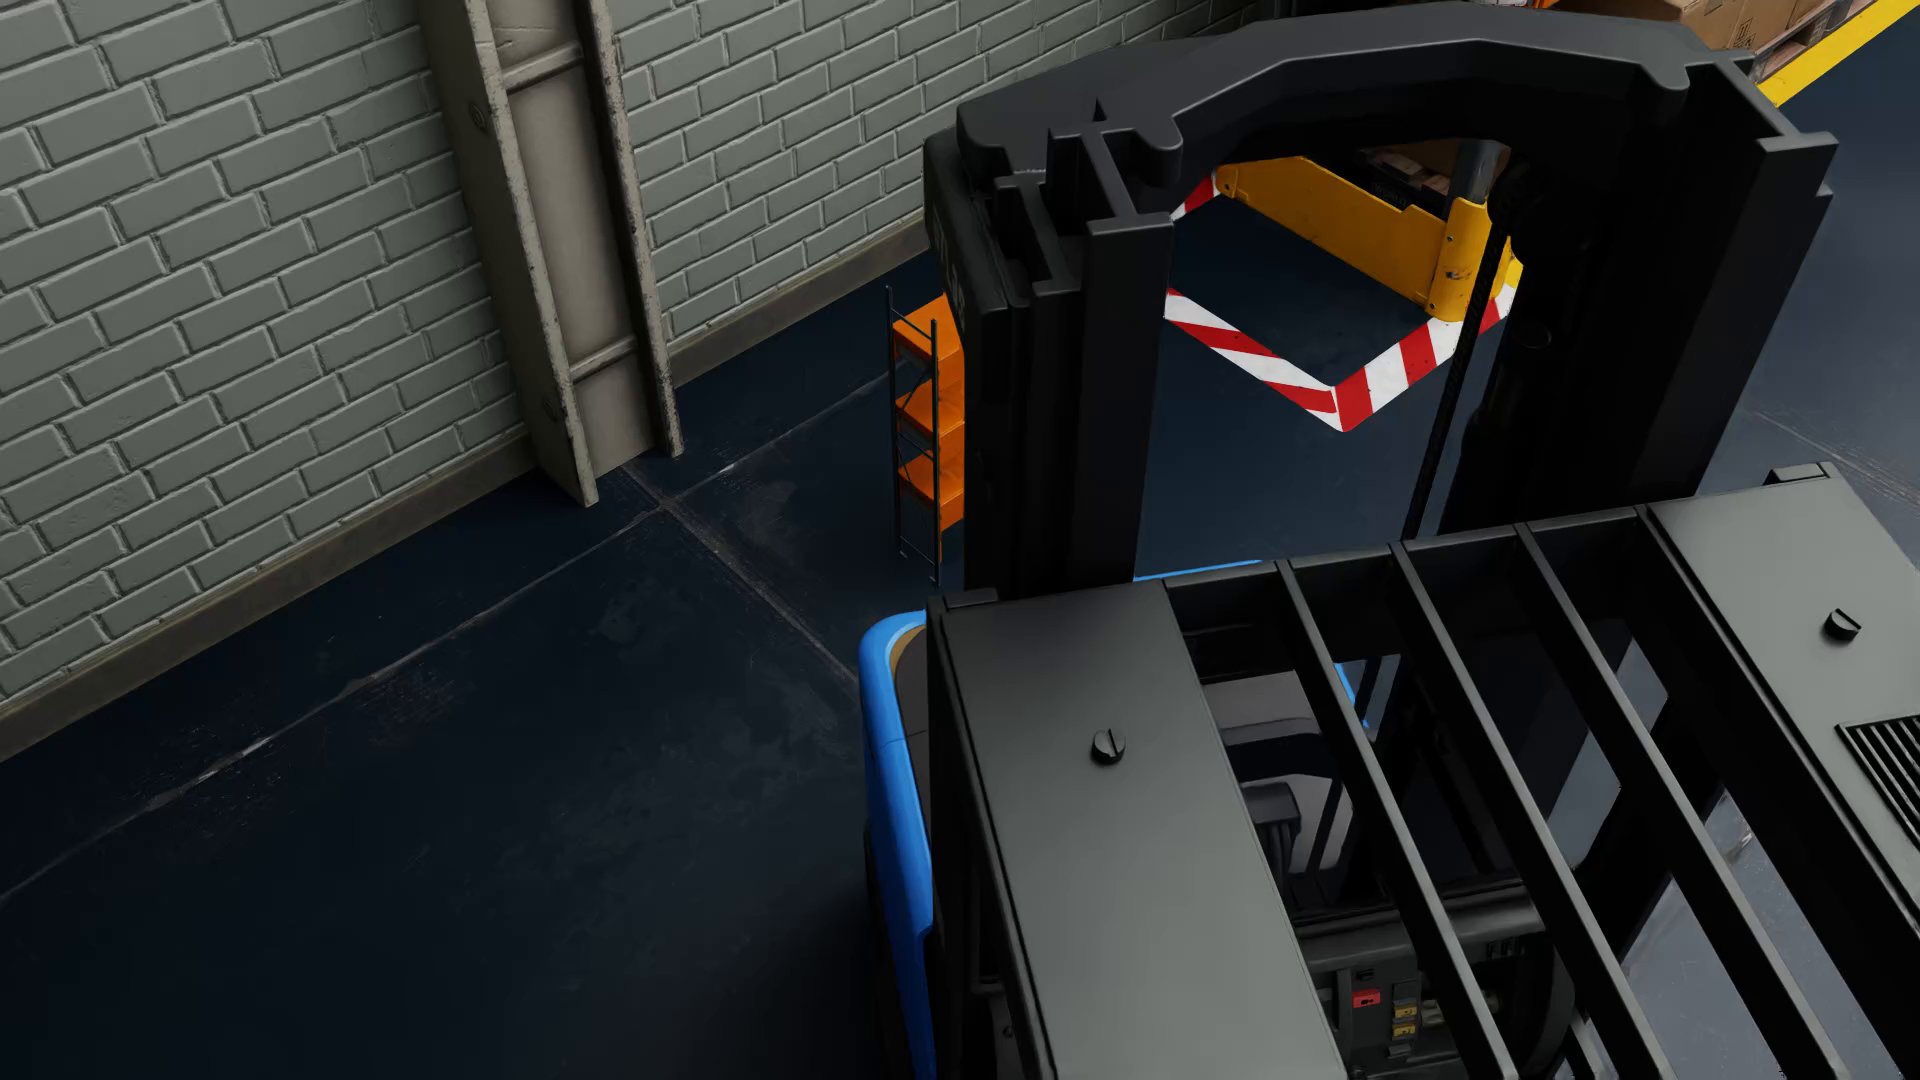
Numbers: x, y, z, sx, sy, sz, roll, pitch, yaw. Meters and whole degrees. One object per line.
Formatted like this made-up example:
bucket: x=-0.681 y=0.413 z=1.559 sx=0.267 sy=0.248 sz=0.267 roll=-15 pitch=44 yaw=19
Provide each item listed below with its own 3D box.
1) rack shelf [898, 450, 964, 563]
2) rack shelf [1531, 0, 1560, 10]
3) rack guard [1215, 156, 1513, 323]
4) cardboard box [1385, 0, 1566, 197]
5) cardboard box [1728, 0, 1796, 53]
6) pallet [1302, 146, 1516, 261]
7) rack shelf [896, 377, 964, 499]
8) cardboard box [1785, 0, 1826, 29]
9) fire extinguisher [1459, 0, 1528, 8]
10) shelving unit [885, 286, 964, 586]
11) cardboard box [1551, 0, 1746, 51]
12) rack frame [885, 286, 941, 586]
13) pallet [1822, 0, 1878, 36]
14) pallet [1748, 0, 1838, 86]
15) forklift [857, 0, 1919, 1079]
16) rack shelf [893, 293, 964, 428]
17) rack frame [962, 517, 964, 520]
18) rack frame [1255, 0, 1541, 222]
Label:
rack shelf: x=-0.040 y=-0.134 z=5.052 sx=0.240 sy=0.259 sz=0.215 roll=-34 pitch=56 yaw=-27
rack shelf: x=2.919 y=-2.888 z=6.363 sx=4.000 sy=0.370 sz=1.077 roll=-34 pitch=56 yaw=-27
rack guard: x=1.496 y=-1.333 z=6.140 sx=0.348 sy=0.500 sz=1.175 roll=-34 pitch=56 yaw=-27
cardboard box: x=1.956 y=-1.690 z=6.181 sx=0.637 sy=0.503 sz=0.797 roll=-36 pitch=57 yaw=-28
cardboard box: x=3.073 y=-2.297 z=6.744 sx=0.500 sy=0.500 sz=0.500 roll=-33 pitch=55 yaw=-27
pallet: x=2.085 y=-1.629 z=6.610 sx=1.213 sy=0.211 sz=1.003 roll=-34 pitch=56 yaw=-27
rack shelf: x=-0.040 y=-0.322 z=4.847 sx=0.240 sy=0.259 sz=0.215 roll=-34 pitch=56 yaw=-27
cardboard box: x=3.383 y=-2.603 z=7.026 sx=0.500 sy=0.500 sz=0.700 roll=-36 pitch=57 yaw=-28
fire extinguisher: x=1.642 y=-1.666 z=5.053 sx=0.183 sy=0.674 sz=0.296 roll=-34 pitch=56 yaw=-27
shelving unit: x=-0.040 y=-0.330 z=4.840 sx=0.252 sy=1.050 sz=0.215 roll=-34 pitch=56 yaw=-27
cardboard box: x=2.615 y=-2.090 z=6.553 sx=0.500 sy=0.500 sz=0.700 roll=-32 pitch=55 yaw=-26
rack frame: x=-0.130 y=-0.269 z=4.784 sx=0.008 sy=1.050 sz=0.200 roll=-34 pitch=56 yaw=-27
pallet: x=3.890 y=-2.836 z=7.723 sx=1.213 sy=0.211 sz=1.003 roll=-34 pitch=56 yaw=-27
pallet: x=2.987 y=-2.230 z=7.164 sx=1.213 sy=0.211 sz=1.003 roll=-34 pitch=56 yaw=-27
forklift: x=0.553 y=0.901 z=2.425 sx=1.130 sy=2.935 sz=3.031 roll=-8 pitch=48 yaw=-8
rack shelf: x=-0.040 y=-0.515 z=4.639 sx=0.240 sy=0.259 sz=0.215 roll=-34 pitch=56 yaw=-27
rack frame: x=0.051 y=-0.390 z=4.895 sx=0.008 sy=1.050 sz=0.200 roll=-34 pitch=56 yaw=-27
rack frame: x=1.440 y=-2.143 z=5.186 sx=0.127 sy=3.000 sz=1.000 roll=-34 pitch=56 yaw=-27
